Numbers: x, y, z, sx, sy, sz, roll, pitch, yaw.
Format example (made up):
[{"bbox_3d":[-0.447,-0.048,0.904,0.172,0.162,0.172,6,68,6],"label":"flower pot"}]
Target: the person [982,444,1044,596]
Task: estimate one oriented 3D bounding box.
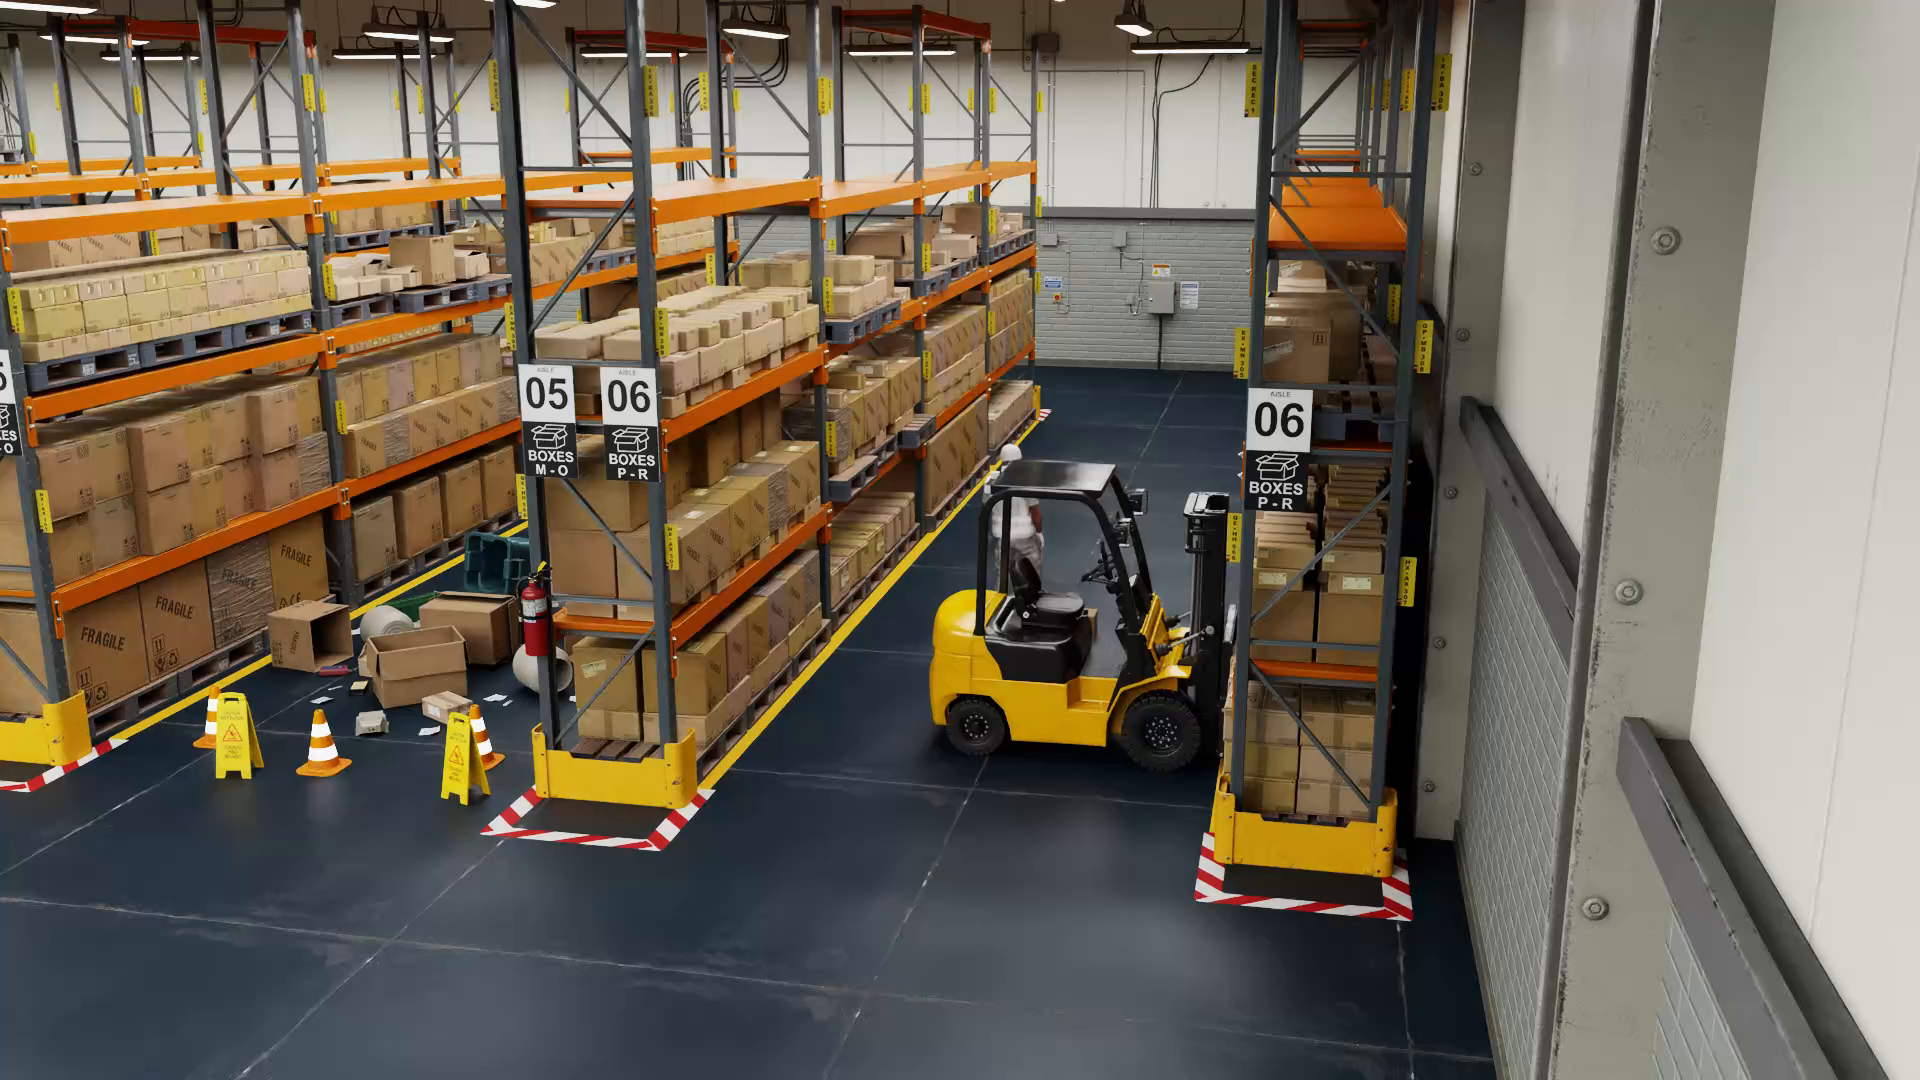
[{"bbox_3d":[0.517,-0.040,16.053,0.666,1.769,0.452,5,15,19],"label":"person"}]
